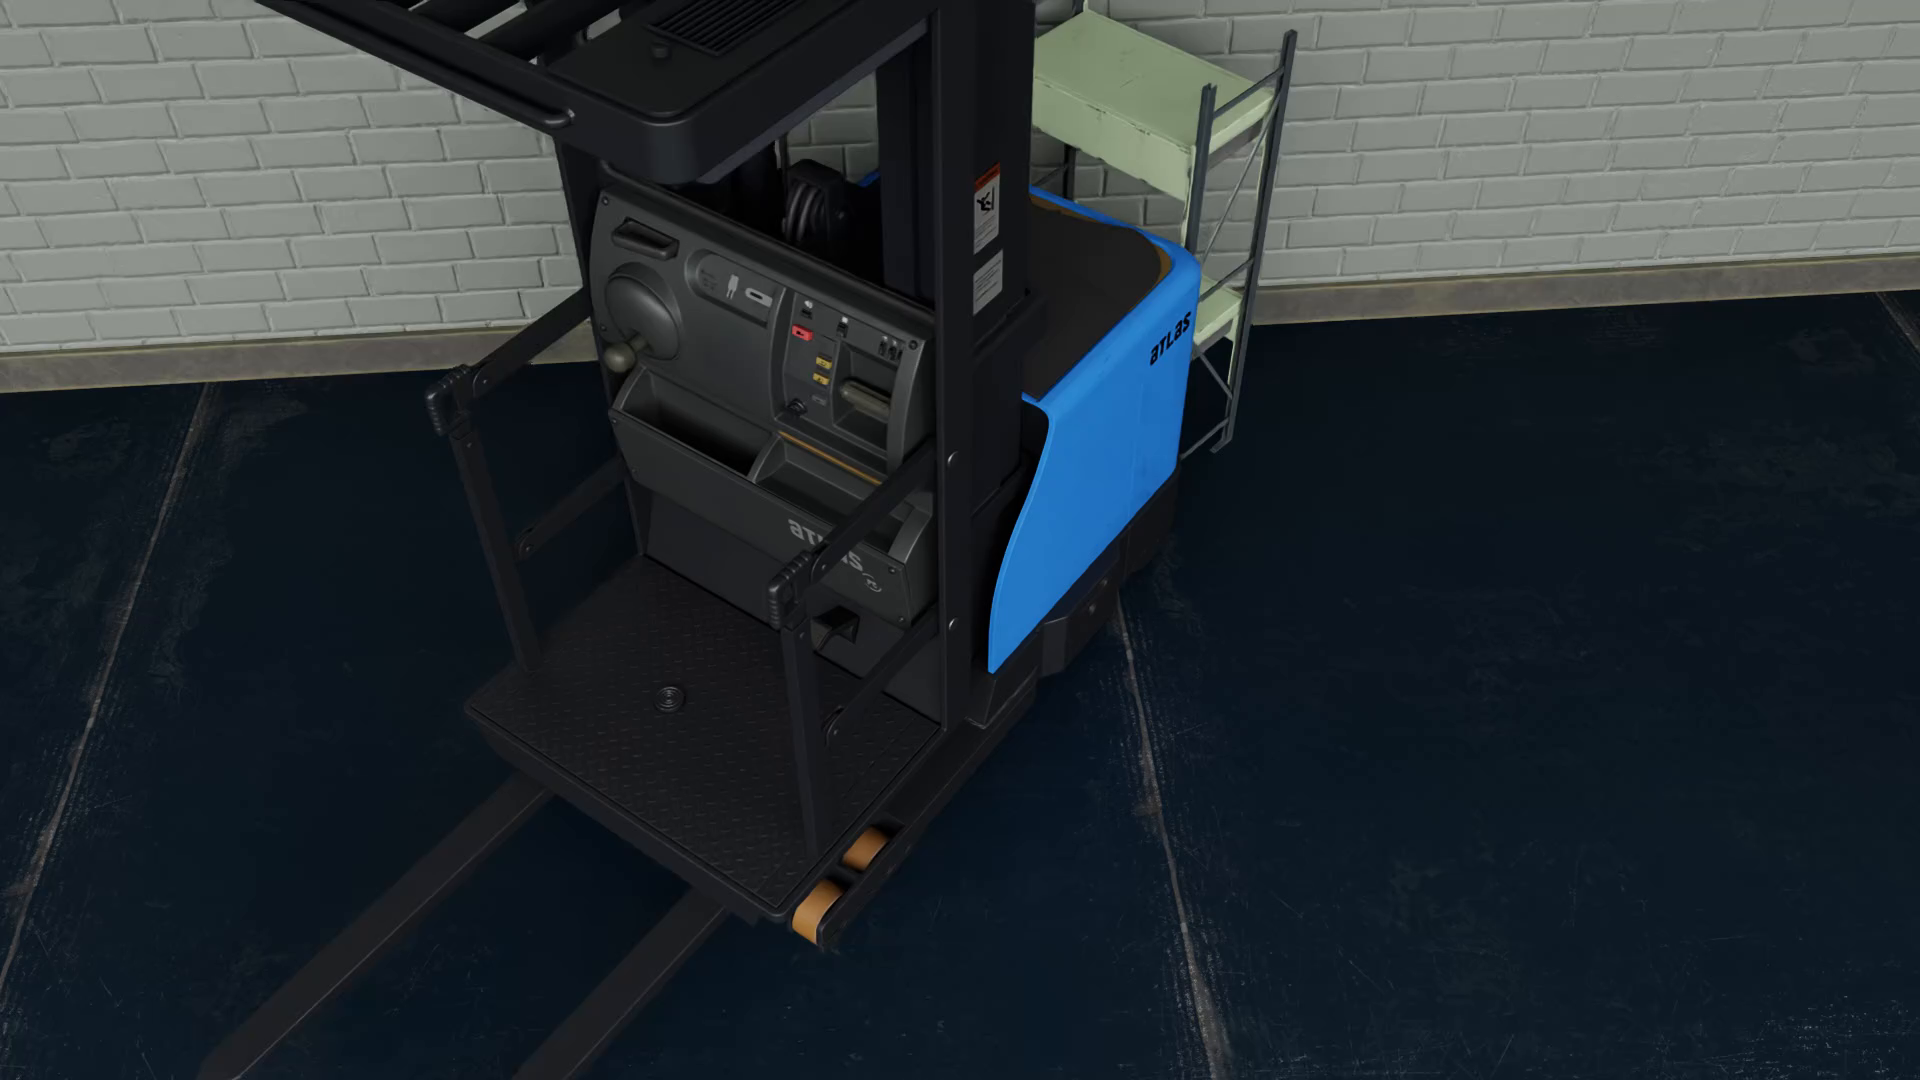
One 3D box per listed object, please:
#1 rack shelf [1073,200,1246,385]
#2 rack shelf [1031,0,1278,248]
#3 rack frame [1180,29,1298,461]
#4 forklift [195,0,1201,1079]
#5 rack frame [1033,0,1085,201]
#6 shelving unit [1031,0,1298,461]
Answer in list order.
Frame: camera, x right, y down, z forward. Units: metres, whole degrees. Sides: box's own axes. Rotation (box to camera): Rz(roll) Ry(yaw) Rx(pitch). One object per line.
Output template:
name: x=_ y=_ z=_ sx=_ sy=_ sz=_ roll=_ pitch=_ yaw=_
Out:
rack shelf: x=0.499 y=-0.708 z=5.336 sx=0.720 sy=0.370 sz=0.431 roll=34 pitch=55 yaw=28
rack shelf: x=0.499 y=-1.200 z=4.816 sx=0.720 sy=0.370 sz=0.431 roll=34 pitch=55 yaw=28
rack frame: x=0.768 y=-0.752 z=4.929 sx=0.023 sy=1.500 sz=0.400 roll=34 pitch=55 yaw=28
forklift: x=-0.591 y=-0.380 z=3.591 sx=1.130 sy=2.935 sz=3.031 roll=27 pitch=52 yaw=24
rack frame: x=0.229 y=-1.112 z=5.270 sx=0.023 sy=1.500 sz=0.400 roll=34 pitch=55 yaw=28
shelving unit: x=0.499 y=-0.932 z=5.100 sx=0.755 sy=1.500 sz=0.431 roll=34 pitch=55 yaw=28
